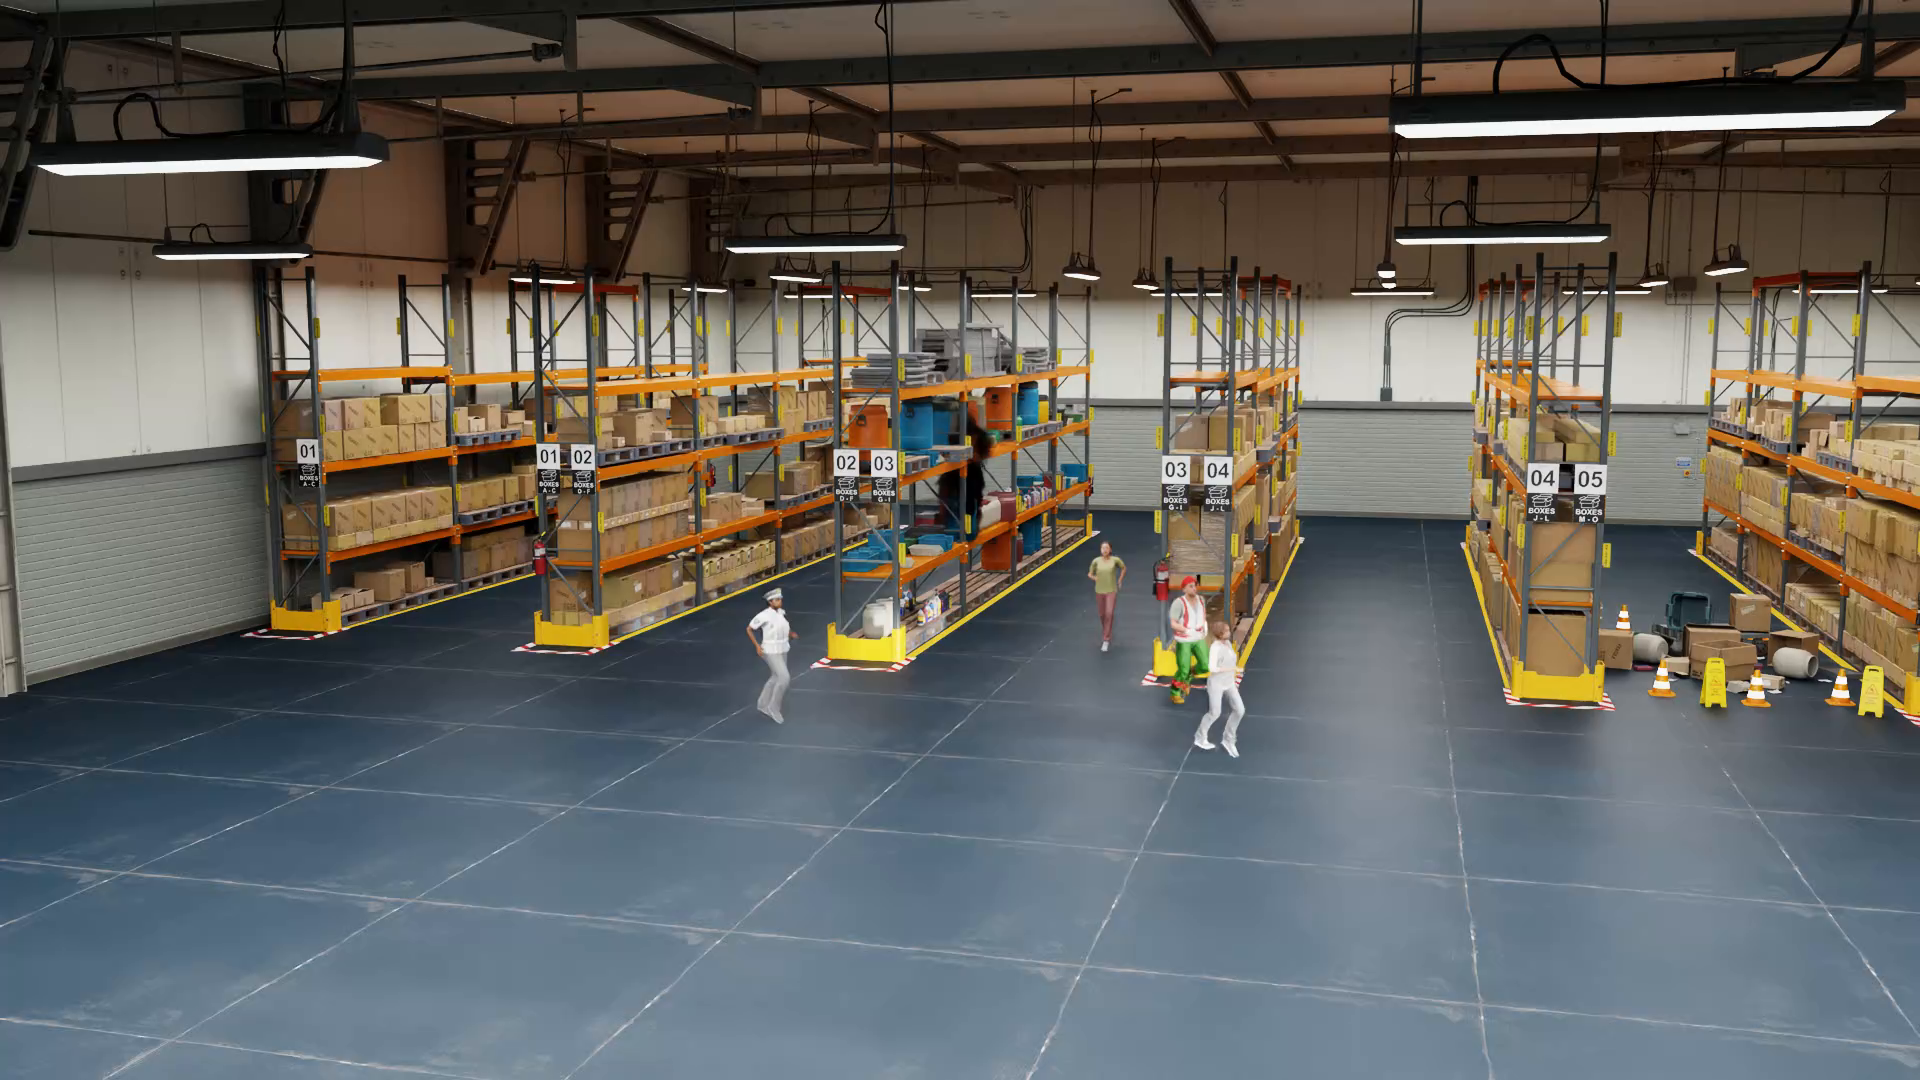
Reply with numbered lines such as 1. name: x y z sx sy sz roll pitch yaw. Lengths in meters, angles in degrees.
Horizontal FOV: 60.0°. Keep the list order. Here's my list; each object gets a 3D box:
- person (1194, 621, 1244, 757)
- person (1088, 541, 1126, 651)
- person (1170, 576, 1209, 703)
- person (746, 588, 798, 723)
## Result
1. person: 3.063 1.750 19.513 0.702 1.634 0.513 7 10 44
2. person: 2.303 0.843 26.229 0.576 1.684 0.956 2 7 14
3. person: 3.092 1.334 22.141 0.692 1.735 0.706 -4 8 -26
4. person: -2.358 1.475 21.308 0.705 1.734 0.542 4 8 30
